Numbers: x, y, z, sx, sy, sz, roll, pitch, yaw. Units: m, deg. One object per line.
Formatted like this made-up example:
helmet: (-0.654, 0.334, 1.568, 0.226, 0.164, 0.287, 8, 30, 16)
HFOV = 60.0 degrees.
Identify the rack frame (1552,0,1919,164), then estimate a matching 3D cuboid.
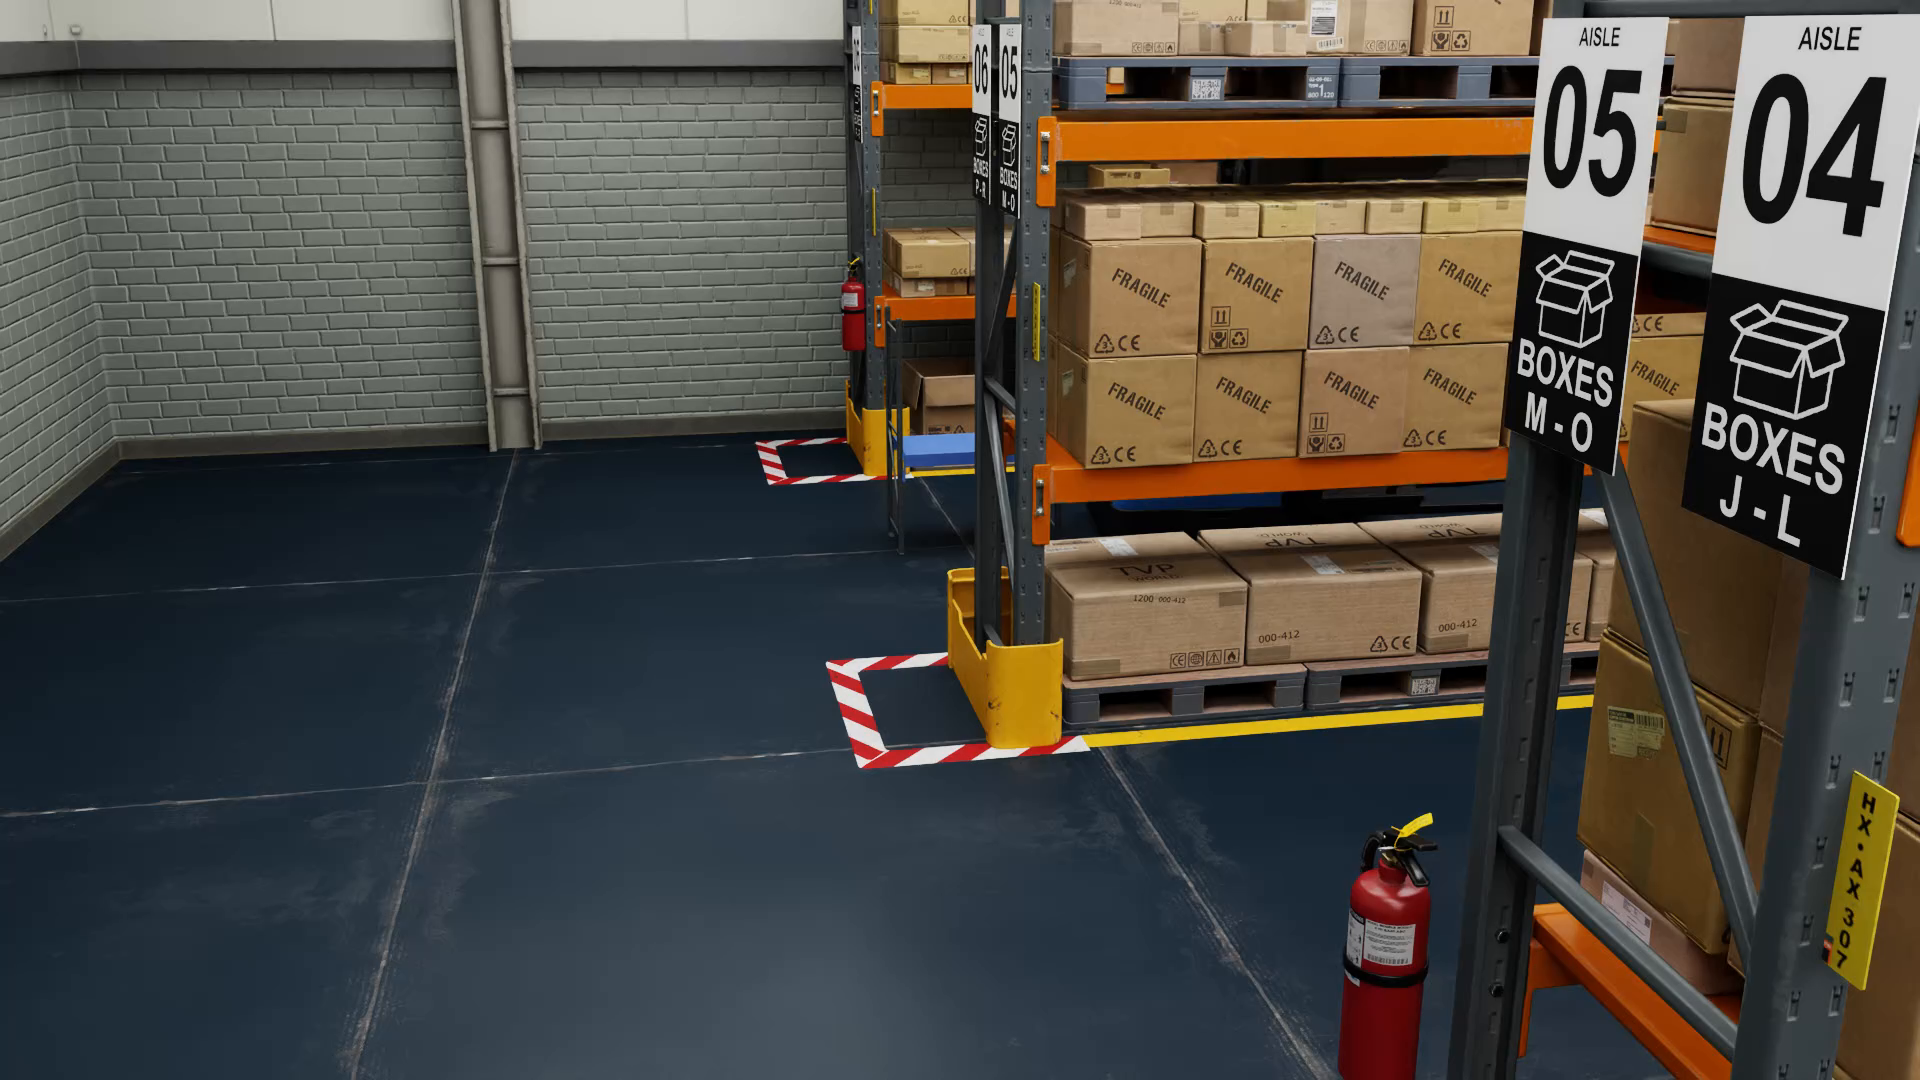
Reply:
rack frame: (1.266, -2.091, 2.293, 0.127, 3.000, 1.000, -3, 17, -10)

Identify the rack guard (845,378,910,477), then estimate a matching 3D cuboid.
rack guard: (-0.643, -0.884, 12.840, 0.348, 0.500, 1.175, -3, 17, -10)

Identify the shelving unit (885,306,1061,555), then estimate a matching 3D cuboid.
shelving unit: (0.084, -0.722, 10.607, 1.048, 1.500, 0.538, -3, 17, -10)

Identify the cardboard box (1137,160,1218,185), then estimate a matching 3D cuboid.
cardboard box: (1.698, -2.721, 13.033, 0.500, 0.500, 0.500, -4, 17, -12)

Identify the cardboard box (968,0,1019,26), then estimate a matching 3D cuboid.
cardboard box: (0.269, -3.794, 11.843, 0.500, 0.250, 0.500, -3, 17, -11)

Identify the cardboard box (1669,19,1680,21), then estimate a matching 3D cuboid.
cardboard box: (3.538, -2.625, 8.086, 0.500, 0.500, 0.500, -3, 17, -10)

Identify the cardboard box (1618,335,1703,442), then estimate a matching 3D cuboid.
cardboard box: (3.245, -0.785, 8.089, 0.500, 0.500, 0.500, -4, 17, -12)

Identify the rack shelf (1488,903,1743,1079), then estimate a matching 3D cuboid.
rack shelf: (3.230, 1.009, 3.642, 4.000, 0.370, 1.077, -3, 17, -10)

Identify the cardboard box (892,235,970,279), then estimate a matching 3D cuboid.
cardboard box: (-0.221, -2.093, 12.267, 0.500, 0.250, 0.500, -3, 17, -10)

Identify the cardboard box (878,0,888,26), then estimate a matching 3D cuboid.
cardboard box: (-0.334, -3.924, 12.266, 0.500, 0.250, 0.500, -4, 17, -12)

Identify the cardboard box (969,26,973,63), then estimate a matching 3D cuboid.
cardboard box: (0.266, -3.560, 11.933, 0.500, 0.250, 0.500, -3, 17, -9)

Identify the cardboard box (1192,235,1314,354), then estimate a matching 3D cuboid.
cardboard box: (1.259, -1.146, 7.560, 0.500, 0.500, 0.500, -4, 17, -12)

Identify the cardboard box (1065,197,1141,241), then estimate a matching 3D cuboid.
cardboard box: (0.629, -1.420, 7.349, 0.250, 0.149, 0.380, -3, 17, -9)

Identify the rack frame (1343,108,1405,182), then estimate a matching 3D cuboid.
rack frame: (3.210, -2.298, 13.185, 0.127, 3.000, 1.000, -3, 17, -10)

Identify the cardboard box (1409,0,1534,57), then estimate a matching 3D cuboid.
cardboard box: (2.236, -2.444, 7.495, 0.500, 0.500, 0.500, -3, 17, -9)

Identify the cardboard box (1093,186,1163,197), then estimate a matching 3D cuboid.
cardboard box: (0.787, -1.579, 7.866, 0.250, 0.149, 0.380, -3, 17, -9)

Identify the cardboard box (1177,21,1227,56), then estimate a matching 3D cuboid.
cardboard box: (1.049, -2.304, 7.639, 0.250, 0.149, 0.380, -5, 18, -15)

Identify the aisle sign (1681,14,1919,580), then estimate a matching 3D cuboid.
aisle sign: (1.252, -0.375, 2.497, 0.004, 0.787, 0.394, -3, 17, -10)

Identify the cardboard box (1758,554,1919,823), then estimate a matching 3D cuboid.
cardboard box: (1.758, 0.160, 2.801, 0.500, 0.500, 0.500, -3, 17, -11)

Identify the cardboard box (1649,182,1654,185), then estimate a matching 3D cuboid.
cardboard box: (3.305, -1.715, 8.309, 0.250, 0.149, 0.380, -3, 17, -11)

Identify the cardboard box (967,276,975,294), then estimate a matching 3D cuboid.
cardboard box: (0.150, -1.946, 12.468, 0.250, 0.149, 0.380, -3, 17, -11)

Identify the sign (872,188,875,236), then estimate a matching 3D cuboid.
sign: (-0.614, -2.333, 11.823, 0.005, 0.325, 0.100, -3, 17, -10)

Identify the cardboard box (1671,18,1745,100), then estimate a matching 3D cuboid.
cardboard box: (1.670, -0.923, 3.004, 0.500, 0.250, 0.500, -4, 17, -12)

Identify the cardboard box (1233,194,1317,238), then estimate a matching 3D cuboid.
cardboard box: (1.405, -1.457, 7.468, 0.250, 0.149, 0.380, -4, 17, -12)

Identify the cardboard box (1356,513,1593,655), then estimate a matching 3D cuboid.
cardboard box: (2.640, 0.211, 8.665, 0.875, 0.438, 0.875, -4, 17, -12)

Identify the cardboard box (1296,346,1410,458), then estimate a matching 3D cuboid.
cardboard box: (1.748, -0.696, 7.797, 0.500, 0.500, 0.500, -3, 17, -11)

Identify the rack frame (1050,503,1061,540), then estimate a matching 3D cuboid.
rack frame: (0.583, -0.750, 10.699, 0.032, 1.500, 0.500, -3, 17, -10)

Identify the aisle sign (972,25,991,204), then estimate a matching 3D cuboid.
aisle sign: (0.099, -1.973, 7.697, 0.004, 0.787, 0.394, -3, 17, -10)

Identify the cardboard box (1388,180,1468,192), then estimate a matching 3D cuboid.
cardboard box: (2.297, -1.681, 8.198, 0.250, 0.149, 0.380, -3, 17, -10)

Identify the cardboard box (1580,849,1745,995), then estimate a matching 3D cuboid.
cardboard box: (1.533, 0.797, 3.535, 0.250, 0.149, 0.380, -3, 17, -10)

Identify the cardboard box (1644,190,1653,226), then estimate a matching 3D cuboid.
cardboard box: (3.142, -1.580, 7.871, 0.250, 0.149, 0.380, -3, 17, -11)

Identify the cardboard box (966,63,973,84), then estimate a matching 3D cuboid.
cardboard box: (0.148, -3.371, 11.998, 0.250, 0.149, 0.380, -3, 17, -10)

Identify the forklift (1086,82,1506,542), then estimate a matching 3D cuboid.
forklift: (2.410, -1.484, 10.652, 3.031, 2.935, 1.130, -2, 17, -6)

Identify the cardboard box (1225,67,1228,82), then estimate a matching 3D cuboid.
cardboard box: (1.897, -3.463, 12.295, 0.250, 0.149, 0.380, -3, 17, -9)

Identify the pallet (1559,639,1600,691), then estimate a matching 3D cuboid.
pallet: (3.394, 0.486, 8.872, 1.213, 0.211, 1.003, -3, 17, -10)

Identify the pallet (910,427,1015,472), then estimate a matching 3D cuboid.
pallet: (0.140, -0.791, 13.028, 1.213, 0.211, 1.003, -3, 17, -10)

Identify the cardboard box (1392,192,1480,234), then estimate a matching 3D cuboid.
cardboard box: (2.160, -1.495, 7.591, 0.250, 0.149, 0.380, -4, 17, -12)

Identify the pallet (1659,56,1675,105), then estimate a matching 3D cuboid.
pallet: (3.350, -2.216, 7.961, 1.213, 0.211, 1.003, -3, 17, -10)

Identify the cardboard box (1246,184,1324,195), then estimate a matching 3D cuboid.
cardboard box: (1.550, -1.614, 7.980, 0.250, 0.149, 0.380, -3, 17, -11)

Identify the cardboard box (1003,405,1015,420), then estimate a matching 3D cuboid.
cardboard box: (0.326, -0.932, 12.879, 0.250, 0.149, 0.380, -4, 18, -13)

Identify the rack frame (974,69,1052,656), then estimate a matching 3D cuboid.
rack frame: (0.228, -0.644, 7.801, 0.127, 3.000, 1.000, -3, 17, -10)

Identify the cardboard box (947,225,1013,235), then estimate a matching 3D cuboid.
cardboard box: (0.191, -2.276, 12.862, 0.500, 0.250, 0.500, -3, 17, -10)
